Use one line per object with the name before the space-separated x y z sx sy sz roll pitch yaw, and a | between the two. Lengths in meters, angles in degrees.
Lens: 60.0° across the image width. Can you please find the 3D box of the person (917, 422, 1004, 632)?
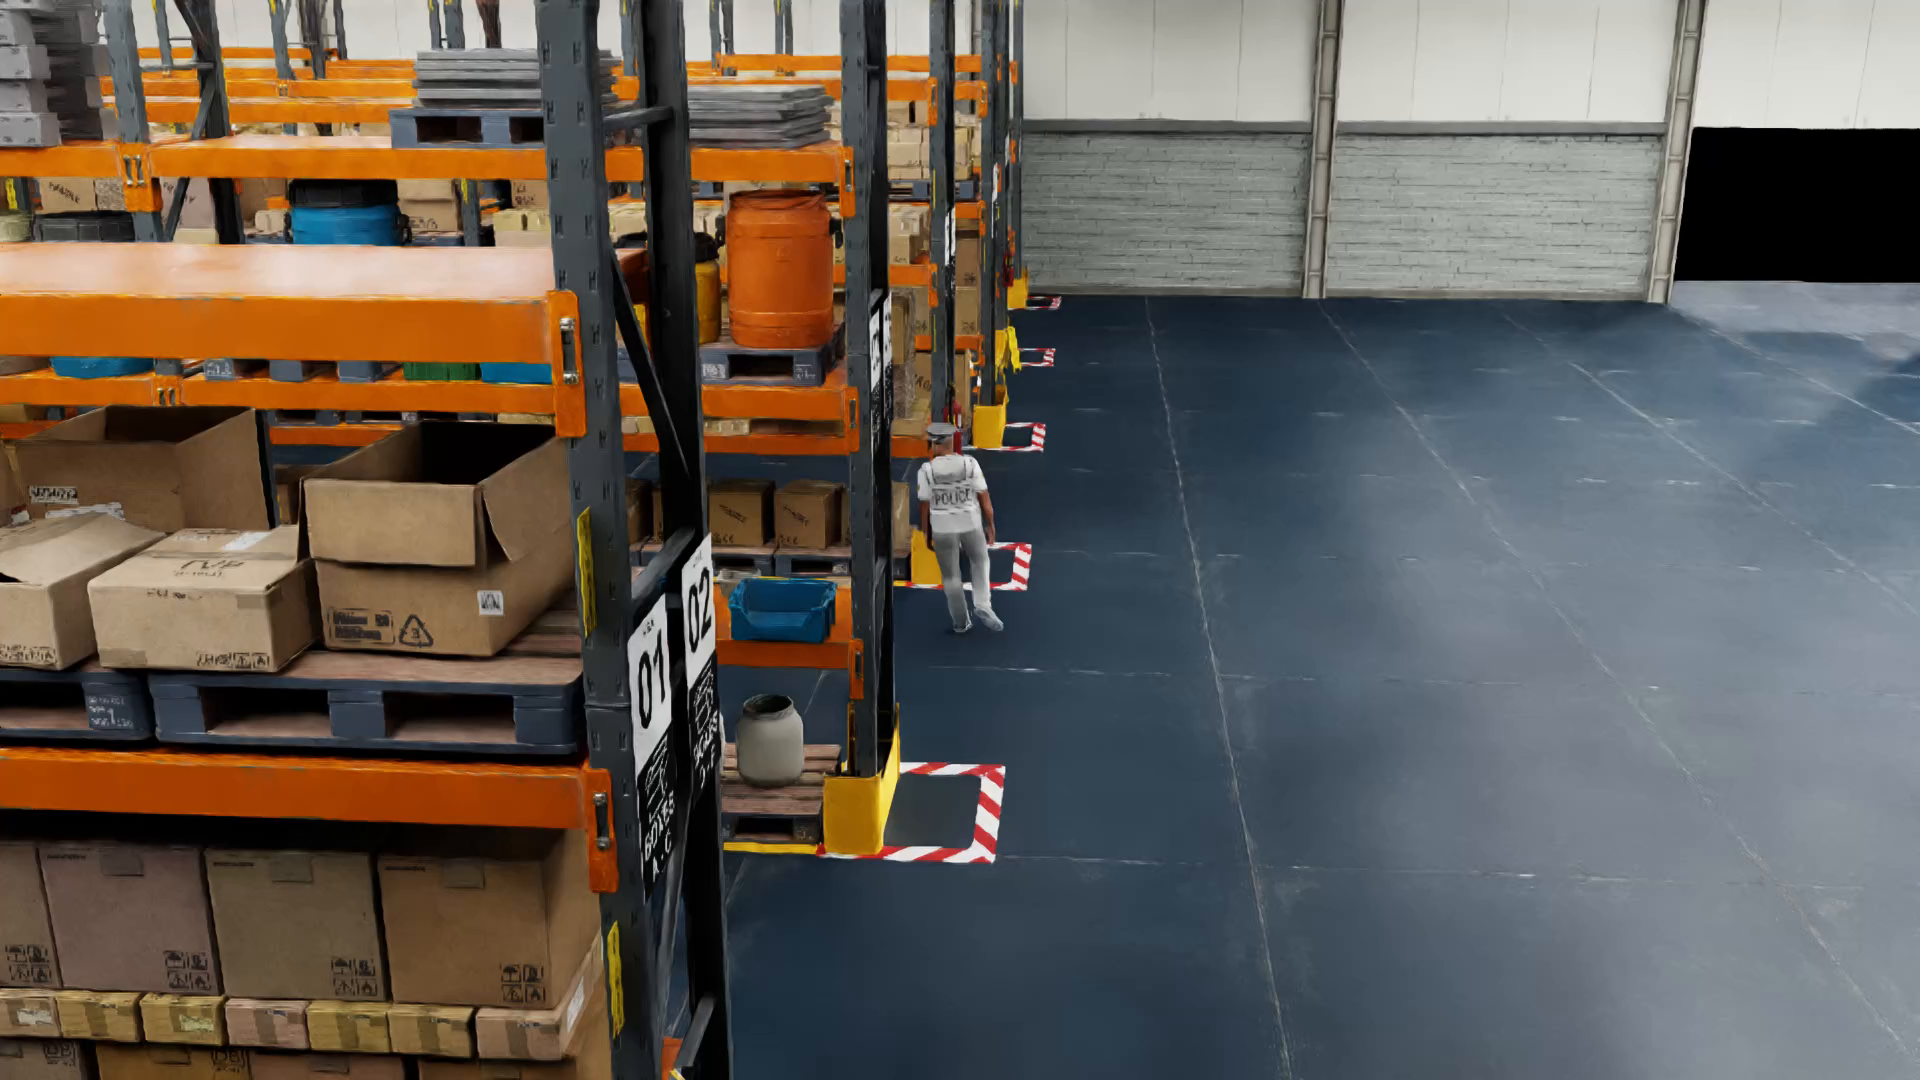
person | -0.009 -0.086 13.303 0.690 1.748 0.476 -3 18 -8
